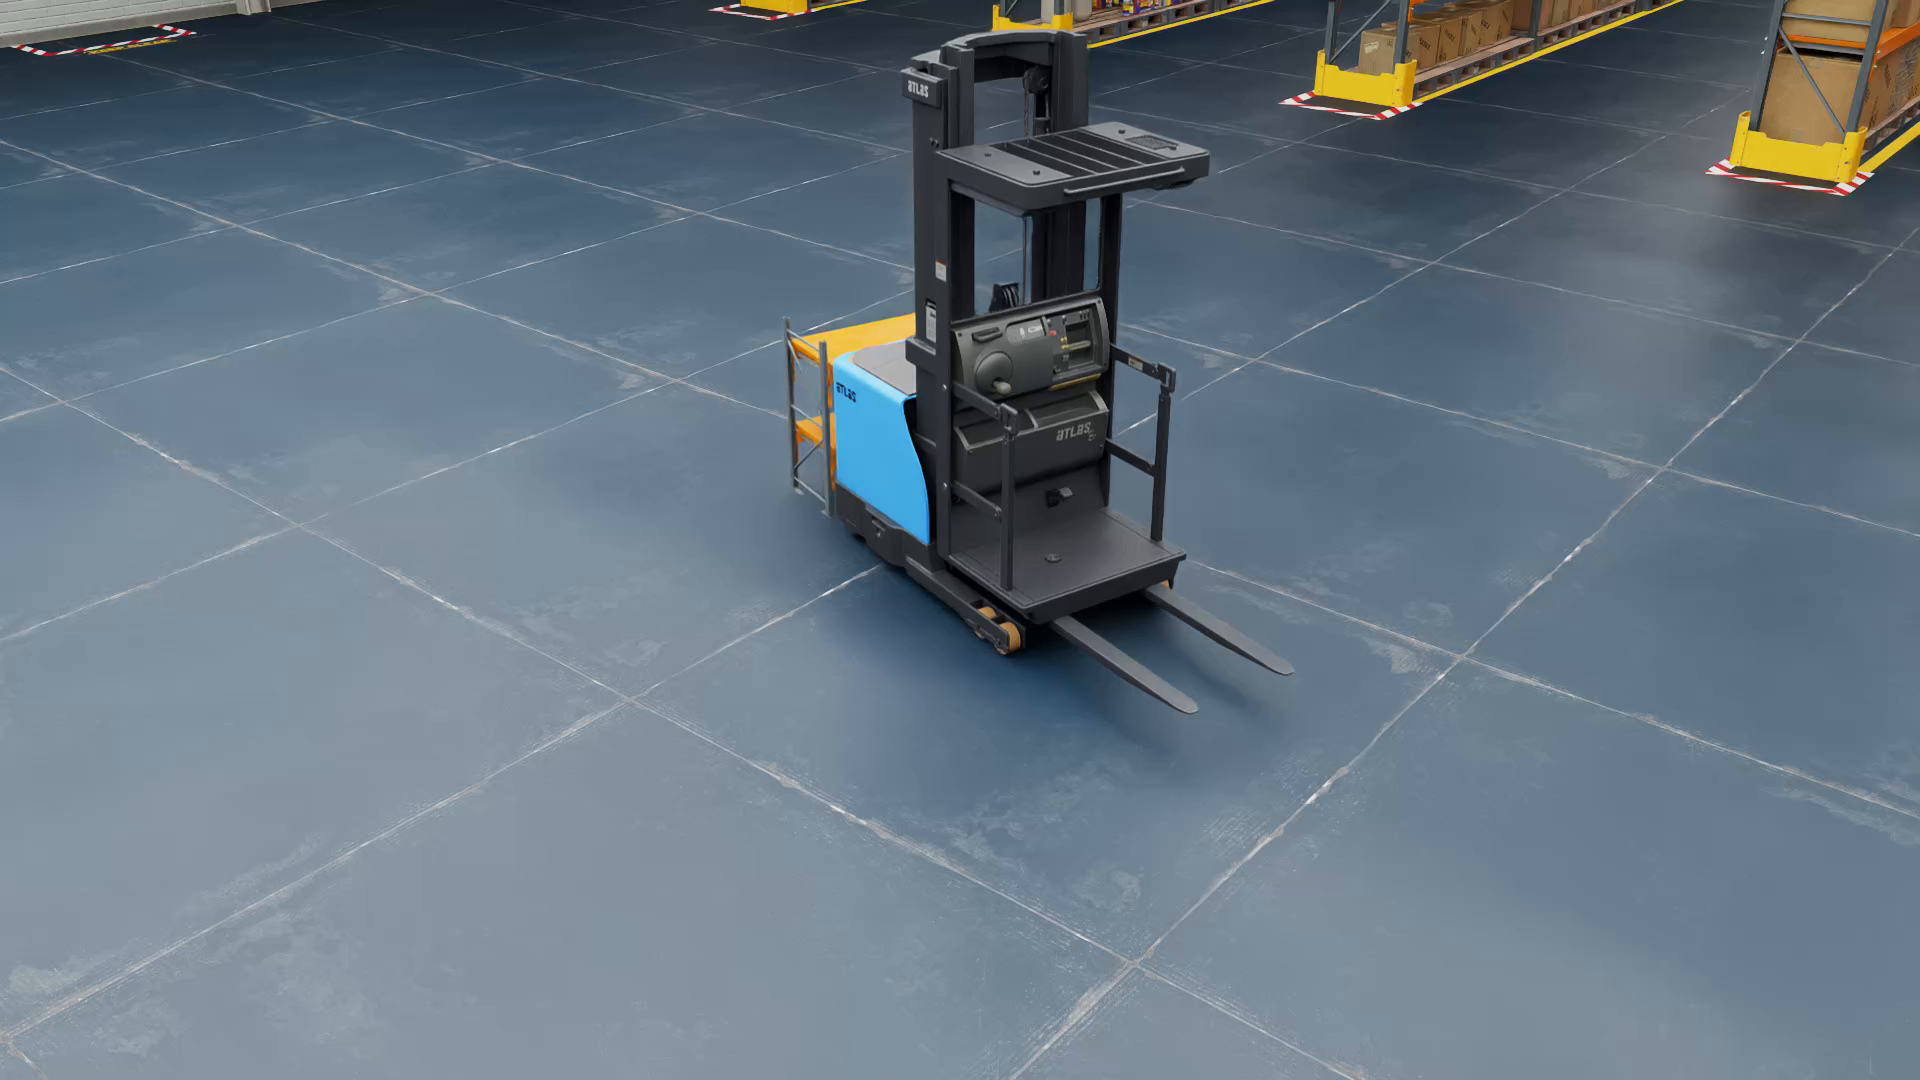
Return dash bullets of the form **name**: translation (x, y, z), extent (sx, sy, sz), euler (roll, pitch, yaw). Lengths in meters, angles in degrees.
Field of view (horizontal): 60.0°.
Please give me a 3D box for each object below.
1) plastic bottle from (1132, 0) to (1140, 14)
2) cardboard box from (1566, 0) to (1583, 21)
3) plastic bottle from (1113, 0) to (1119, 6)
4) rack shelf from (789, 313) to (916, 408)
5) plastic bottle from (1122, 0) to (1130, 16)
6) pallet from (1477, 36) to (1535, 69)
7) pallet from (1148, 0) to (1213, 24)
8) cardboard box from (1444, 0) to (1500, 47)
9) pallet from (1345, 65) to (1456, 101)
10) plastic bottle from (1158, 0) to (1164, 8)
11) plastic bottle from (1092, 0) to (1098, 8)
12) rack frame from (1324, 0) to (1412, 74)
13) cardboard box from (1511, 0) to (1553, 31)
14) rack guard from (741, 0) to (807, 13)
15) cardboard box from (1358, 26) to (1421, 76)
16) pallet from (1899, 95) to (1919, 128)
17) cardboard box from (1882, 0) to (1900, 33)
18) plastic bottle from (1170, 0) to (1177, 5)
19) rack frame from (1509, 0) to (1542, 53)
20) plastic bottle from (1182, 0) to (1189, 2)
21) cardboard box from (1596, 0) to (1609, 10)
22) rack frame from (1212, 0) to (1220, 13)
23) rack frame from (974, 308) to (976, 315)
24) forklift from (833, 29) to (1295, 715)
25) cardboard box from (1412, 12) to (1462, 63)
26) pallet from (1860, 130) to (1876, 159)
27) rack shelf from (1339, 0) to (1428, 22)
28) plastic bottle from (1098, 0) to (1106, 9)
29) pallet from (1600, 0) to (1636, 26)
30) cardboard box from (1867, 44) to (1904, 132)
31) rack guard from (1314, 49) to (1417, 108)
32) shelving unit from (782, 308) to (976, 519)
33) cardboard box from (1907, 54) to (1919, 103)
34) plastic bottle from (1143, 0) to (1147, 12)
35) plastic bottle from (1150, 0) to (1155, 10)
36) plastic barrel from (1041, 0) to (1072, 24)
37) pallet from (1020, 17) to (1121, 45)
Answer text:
- **plastic bottle**: translation (2.526, -7.687, 23.822), extent (0.061, 0.283, 0.133), euler (21, 34, 35)
- **cardboard box**: translation (8.421, -7.701, 23.613), extent (0.700, 0.500, 0.500), euler (18, 32, 30)
- **plastic bottle**: translation (2.298, -7.974, 24.466), extent (0.097, 0.201, 0.097), euler (0, 27, 0)
- **rack shelf**: translation (-0.477, -1.114, 10.042), extent (1.000, 0.278, 0.538), euler (-16, 31, -28)
- **plastic bottle**: translation (2.368, -7.607, 23.680), extent (0.097, 0.271, 0.097), euler (0, 27, 0)
- **pallet**: translation (6.941, -6.555, 22.192), extent (1.003, 0.211, 1.213), euler (21, 34, 34)
- **pallet**: translation (3.060, -8.025, 25.033), extent (1.003, 0.211, 1.213), euler (21, 34, 34)
- **cardboard box**: translation (6.697, -6.783, 21.861), extent (0.500, 0.500, 0.500), euler (-16, 31, -28)
- **pallet**: translation (5.389, -5.690, 20.519), extent (1.003, 0.211, 1.213), euler (21, 34, 34)
- **plastic bottle**: translation (2.898, -7.924, 24.288), extent (0.152, 0.276, 0.135), euler (21, 34, 35)
- **plastic bottle**: translation (1.986, -7.918, 24.276), extent (0.152, 0.276, 0.135), euler (21, 34, 35)
- **rack frame**: translation (4.797, -6.624, 19.290), extent (1.000, 3.000, 0.127), euler (21, 34, 34)
- **cardboard box**: translation (7.748, -7.339, 22.913), extent (0.700, 0.500, 0.500), euler (18, 32, 31)
- **rack guard**: translation (-2.860, -8.402, 25.447), extent (1.175, 0.500, 0.348), euler (21, 34, 34)
- **cardboard box**: translation (5.207, -5.917, 20.186), extent (0.500, 0.500, 0.500), euler (-21, 34, -35)
- **pallet**: translation (10.560, -5.071, 19.324), extent (1.003, 0.211, 1.213), euler (21, 34, 34)
- **cardboard box**: translation (9.094, -5.551, 17.053), extent (0.875, 0.550, 0.550), euler (21, 34, 34)
- **plastic bottle**: translation (3.138, -8.028, 24.481), extent (0.061, 0.283, 0.133), euler (23, 35, 38)
- **rack frame**: translation (7.341, -8.042, 22.031), extent (1.000, 3.000, 0.127), euler (21, 34, 34)
- **plastic bottle**: translation (3.332, -8.196, 24.733), extent (0.144, 0.351, 0.185), euler (20, 33, 33)
- **cardboard box**: translation (9.131, -8.102, 24.388), extent (0.700, 0.500, 0.500), euler (18, 32, 30)
- **rack frame**: translation (3.519, -9.490, 24.829), extent (1.000, 3.000, 0.127), euler (21, 34, 34)
- **rack frame**: translation (-0.048, -0.979, 10.418), extent (0.032, 1.125, 0.500), euler (-16, 31, -28)
- **forklift**: translation (0.500, -0.959, 8.415), extent (1.130, 2.935, 3.031), euler (-17, 32, -30)
- **cardboard box**: translation (5.973, -6.355, 21.034), extent (0.500, 0.500, 0.500), euler (25, 36, 39)
- **pallet**: translation (9.008, -4.206, 17.651), extent (1.003, 0.211, 1.213), euler (21, 34, 34)
- **rack shelf**: translation (6.069, -7.014, 20.826), extent (1.077, 0.370, 4.000), euler (21, 34, 34)
- **plastic bottle**: translation (2.069, -7.890, 24.215), extent (0.061, 0.283, 0.133), euler (21, 34, 34)
- **pallet**: translation (9.387, -7.945, 24.879), extent (1.003, 0.211, 1.213), euler (21, 34, 34)
- **cardboard box**: translation (9.498, -4.954, 17.916), extent (0.875, 0.875, 0.875), euler (20, 34, 34)
- **rack guard**: translation (4.845, -5.541, 19.916), extent (1.175, 0.500, 0.348), euler (21, 34, 34)
- **shelving unit**: translation (-0.477, -0.854, 10.176), extent (1.048, 1.125, 0.538), euler (-16, 31, -28)
- **cardboard box**: translation (10.650, -5.597, 19.160), extent (0.875, 0.875, 0.875), euler (21, 34, 35)
- **plastic bottle**: translation (2.650, -7.764, 23.984), extent (0.097, 0.271, 0.097), euler (0, 27, 0)
- **plastic bottle**: translation (2.779, -7.836, 24.123), extent (0.097, 0.271, 0.097), euler (0, 27, 0)
- **plastic barrel**: translation (1.334, -7.409, 23.057), extent (0.421, 0.512, 0.421), euler (0, 27, 0)
- **pallet**: translation (1.508, -7.160, 23.361), extent (1.003, 0.211, 1.213), euler (21, 34, 34)
